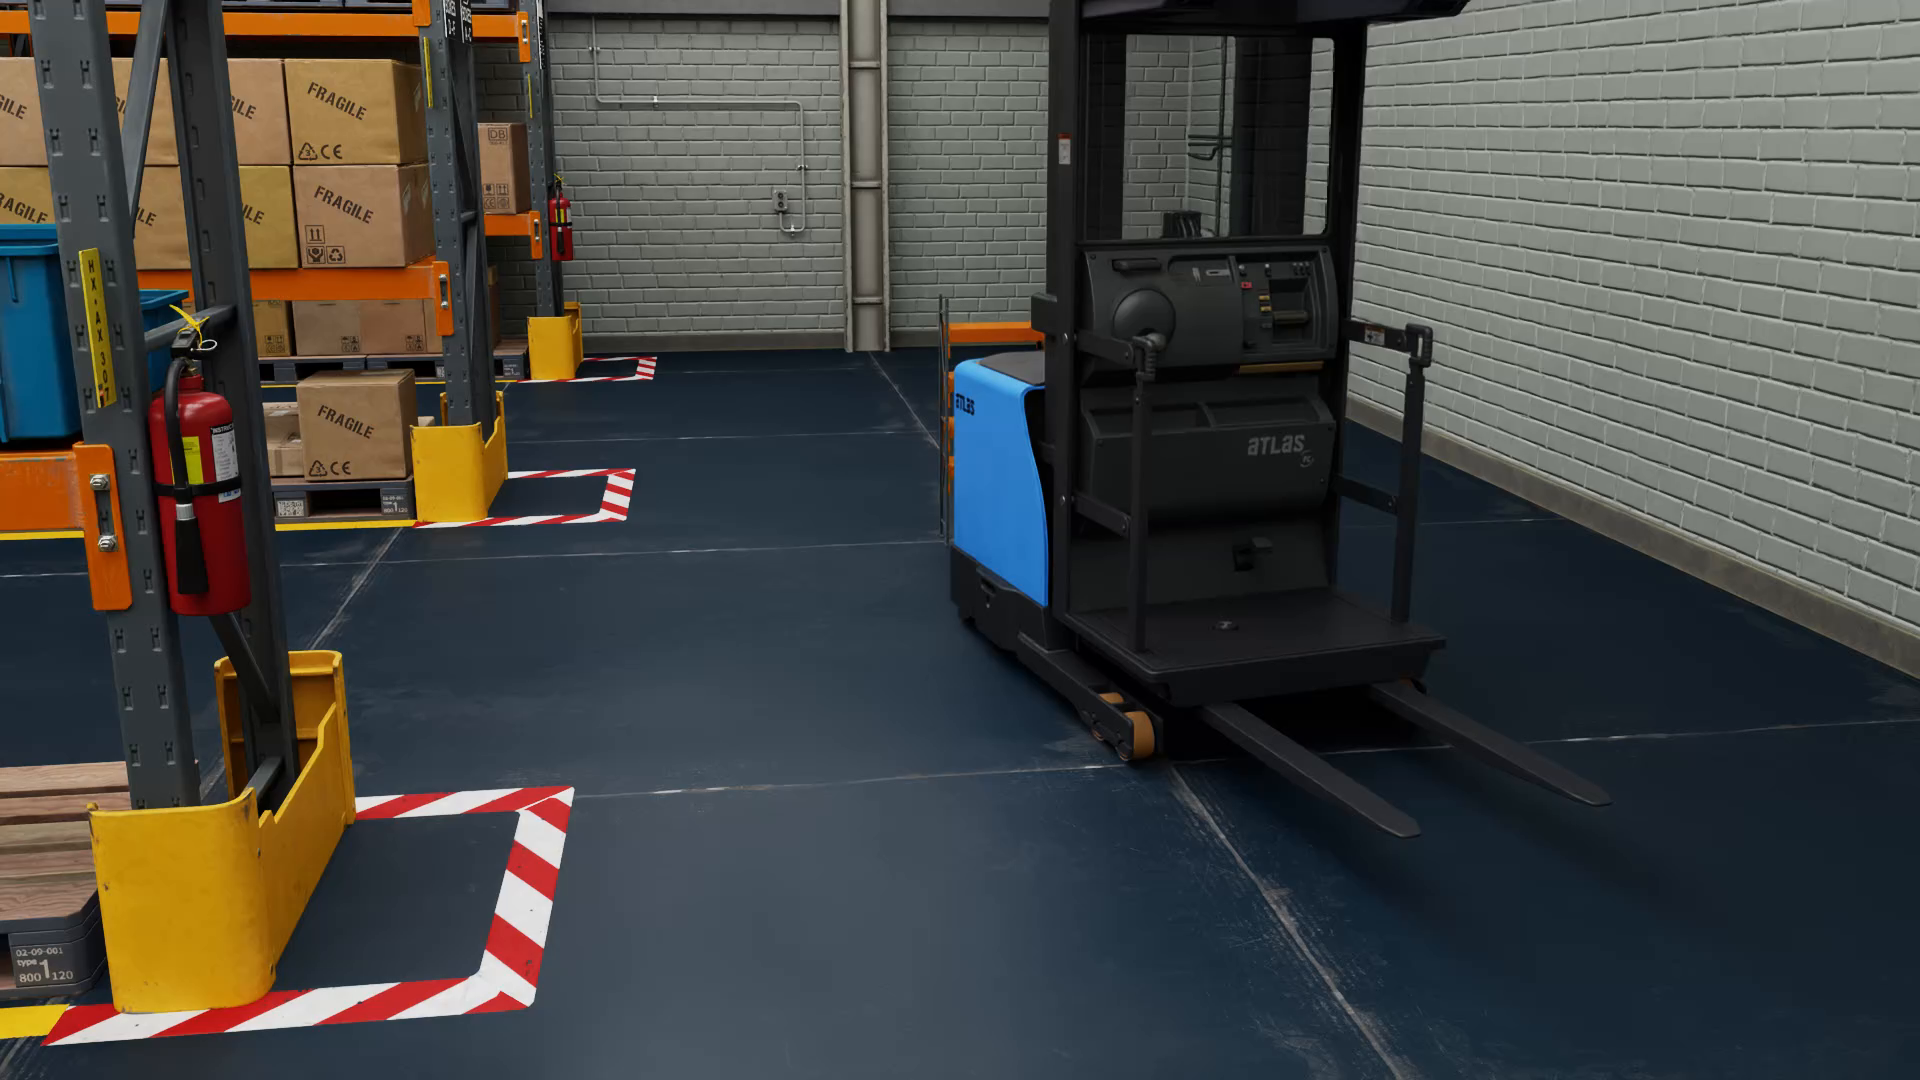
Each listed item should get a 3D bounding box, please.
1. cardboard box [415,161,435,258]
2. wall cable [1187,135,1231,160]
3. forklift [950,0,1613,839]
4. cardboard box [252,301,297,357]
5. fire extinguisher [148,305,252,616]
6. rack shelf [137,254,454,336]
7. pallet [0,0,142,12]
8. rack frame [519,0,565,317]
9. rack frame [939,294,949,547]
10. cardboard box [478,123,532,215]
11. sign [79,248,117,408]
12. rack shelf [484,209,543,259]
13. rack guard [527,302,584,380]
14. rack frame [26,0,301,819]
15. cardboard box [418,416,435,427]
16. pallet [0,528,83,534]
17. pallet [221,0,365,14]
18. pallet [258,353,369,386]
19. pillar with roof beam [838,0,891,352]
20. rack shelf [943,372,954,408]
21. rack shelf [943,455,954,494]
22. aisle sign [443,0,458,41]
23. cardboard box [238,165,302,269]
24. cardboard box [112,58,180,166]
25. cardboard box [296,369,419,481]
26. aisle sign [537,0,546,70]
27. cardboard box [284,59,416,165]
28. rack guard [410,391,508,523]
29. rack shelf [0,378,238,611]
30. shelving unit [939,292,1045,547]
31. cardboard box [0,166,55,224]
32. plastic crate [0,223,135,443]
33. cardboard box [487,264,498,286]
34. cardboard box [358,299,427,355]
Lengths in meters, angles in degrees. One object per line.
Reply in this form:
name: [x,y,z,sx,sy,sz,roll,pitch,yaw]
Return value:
cardboard box: [-3.122,-1.785,8.969,0.500,0.500,0.500,-2,14,-7]
wall cable: [2.261,-4.404,13.666,0.112,2.526,3.097,-2,14,-8]
forklift: [0.937,-0.817,5.455,1.130,2.935,3.031,-5,15,-19]
cardboard box: [-5.581,-1.765,13.369,0.500,0.500,0.700,-2,14,-7]
fire extinguisher: [-1.693,-0.176,3.682,0.183,0.674,0.296,-2,14,-8]
rack shelf: [-4.622,-1.268,8.591,4.000,0.370,1.077,-2,14,-8]
pallet: [-6.530,-4.175,12.719,1.213,0.211,1.003,-2,14,-8]
rack frame: [-3.386,-2.881,13.543,0.127,3.000,1.000,-2,14,-8]
rack frame: [-0.078,-0.579,8.065,0.015,1.200,0.240,-2,14,-8]
cardboard box: [-3.888,-3.006,13.423,0.700,0.700,0.980,-1,14,-6]
sign: [-1.812,-0.445,3.496,0.005,0.325,0.100,-2,14,-8]
rack shelf: [-5.363,-2.460,13.342,4.000,0.370,1.077,-2,14,-8]
rack guard: [-3.362,-1.669,13.851,0.348,0.500,1.175,-2,14,-8]
rack frame: [-1.910,-0.498,4.041,0.127,3.000,1.000,-2,14,-8]
cardboard box: [-3.109,-0.588,9.355,0.250,0.149,0.380,-2,14,-8]
pallet: [-4.711,-0.262,8.831,1.213,0.211,1.003,-2,14,-8]
pallet: [-5.327,-4.218,12.892,1.213,0.211,1.003,-2,14,-8]
pallet: [-5.368,-1.437,13.519,1.213,0.211,1.003,-2,14,-8]
pillar with roof beam: [-0.203,-5.061,9.904,0.400,9.000,9.100,-2,14,-8]
rack shelf: [0.164,-0.740,8.062,0.480,0.148,0.258,-2,14,-8]
rack shelf: [0.164,-0.330,8.164,0.480,0.148,0.258,-2,14,-8]
aisle sign: [-2.531,-2.879,8.192,0.004,0.787,0.394,-2,14,-8]
cardboard box: [-3.559,-1.637,8.376,0.500,0.500,0.500,-2,14,-8]
cardboard box: [-4.054,-2.102,8.177,0.500,0.500,0.500,-2,14,-7]
cardboard box: [-3.145,-0.612,8.728,0.500,0.500,0.500,-2,14,-8]
aisle sign: [-3.270,-4.072,12.950,0.004,0.787,0.394,-2,14,-8]
cardboard box: [-3.043,-2.141,8.331,0.500,0.500,0.500,-2,14,-9]
rack guard: [-2.719,-0.474,9.086,0.348,0.500,1.175,-2,14,-8]
rack shelf: [-3.887,-0.077,3.839,4.000,0.370,1.077,-2,14,-8]
shelving unit: [0.164,-0.588,8.100,0.503,1.200,0.258,-2,14,-8]
cardboard box: [-4.551,-1.602,8.237,0.500,0.500,0.500,-2,14,-9]
plastic crate: [-2.213,-0.487,3.802,0.499,0.435,0.616,-2,14,-8]
cardboard box: [-3.969,-2.190,13.730,0.250,0.149,0.380,-2,14,-8]
cardboard box: [-4.558,-1.805,13.527,0.500,0.500,0.700,-2,14,-8]
